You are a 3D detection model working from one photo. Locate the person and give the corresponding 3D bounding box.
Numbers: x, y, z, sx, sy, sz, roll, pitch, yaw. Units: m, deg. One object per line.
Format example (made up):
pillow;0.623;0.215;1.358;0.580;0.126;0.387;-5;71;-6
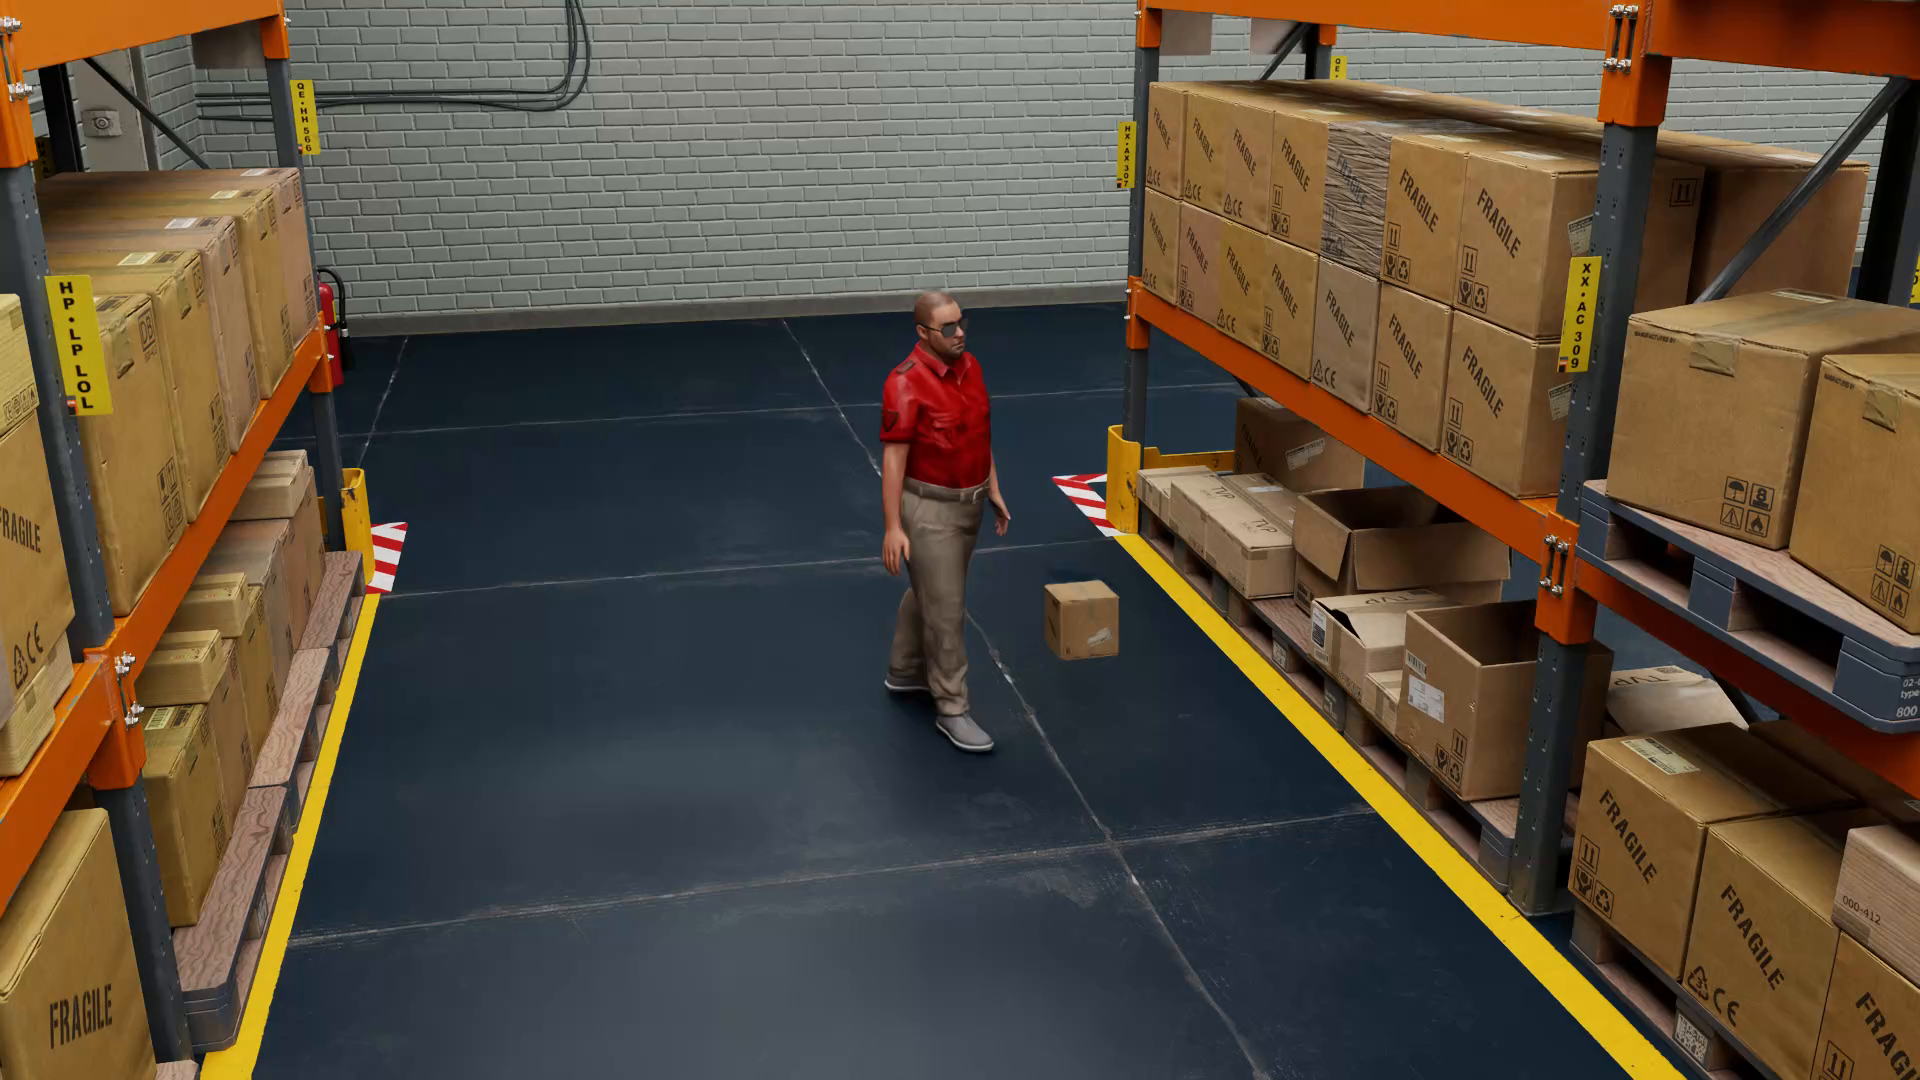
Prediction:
person;-0.078;-0.094;6.357;0.656;1.719;0.652;11;22;29
